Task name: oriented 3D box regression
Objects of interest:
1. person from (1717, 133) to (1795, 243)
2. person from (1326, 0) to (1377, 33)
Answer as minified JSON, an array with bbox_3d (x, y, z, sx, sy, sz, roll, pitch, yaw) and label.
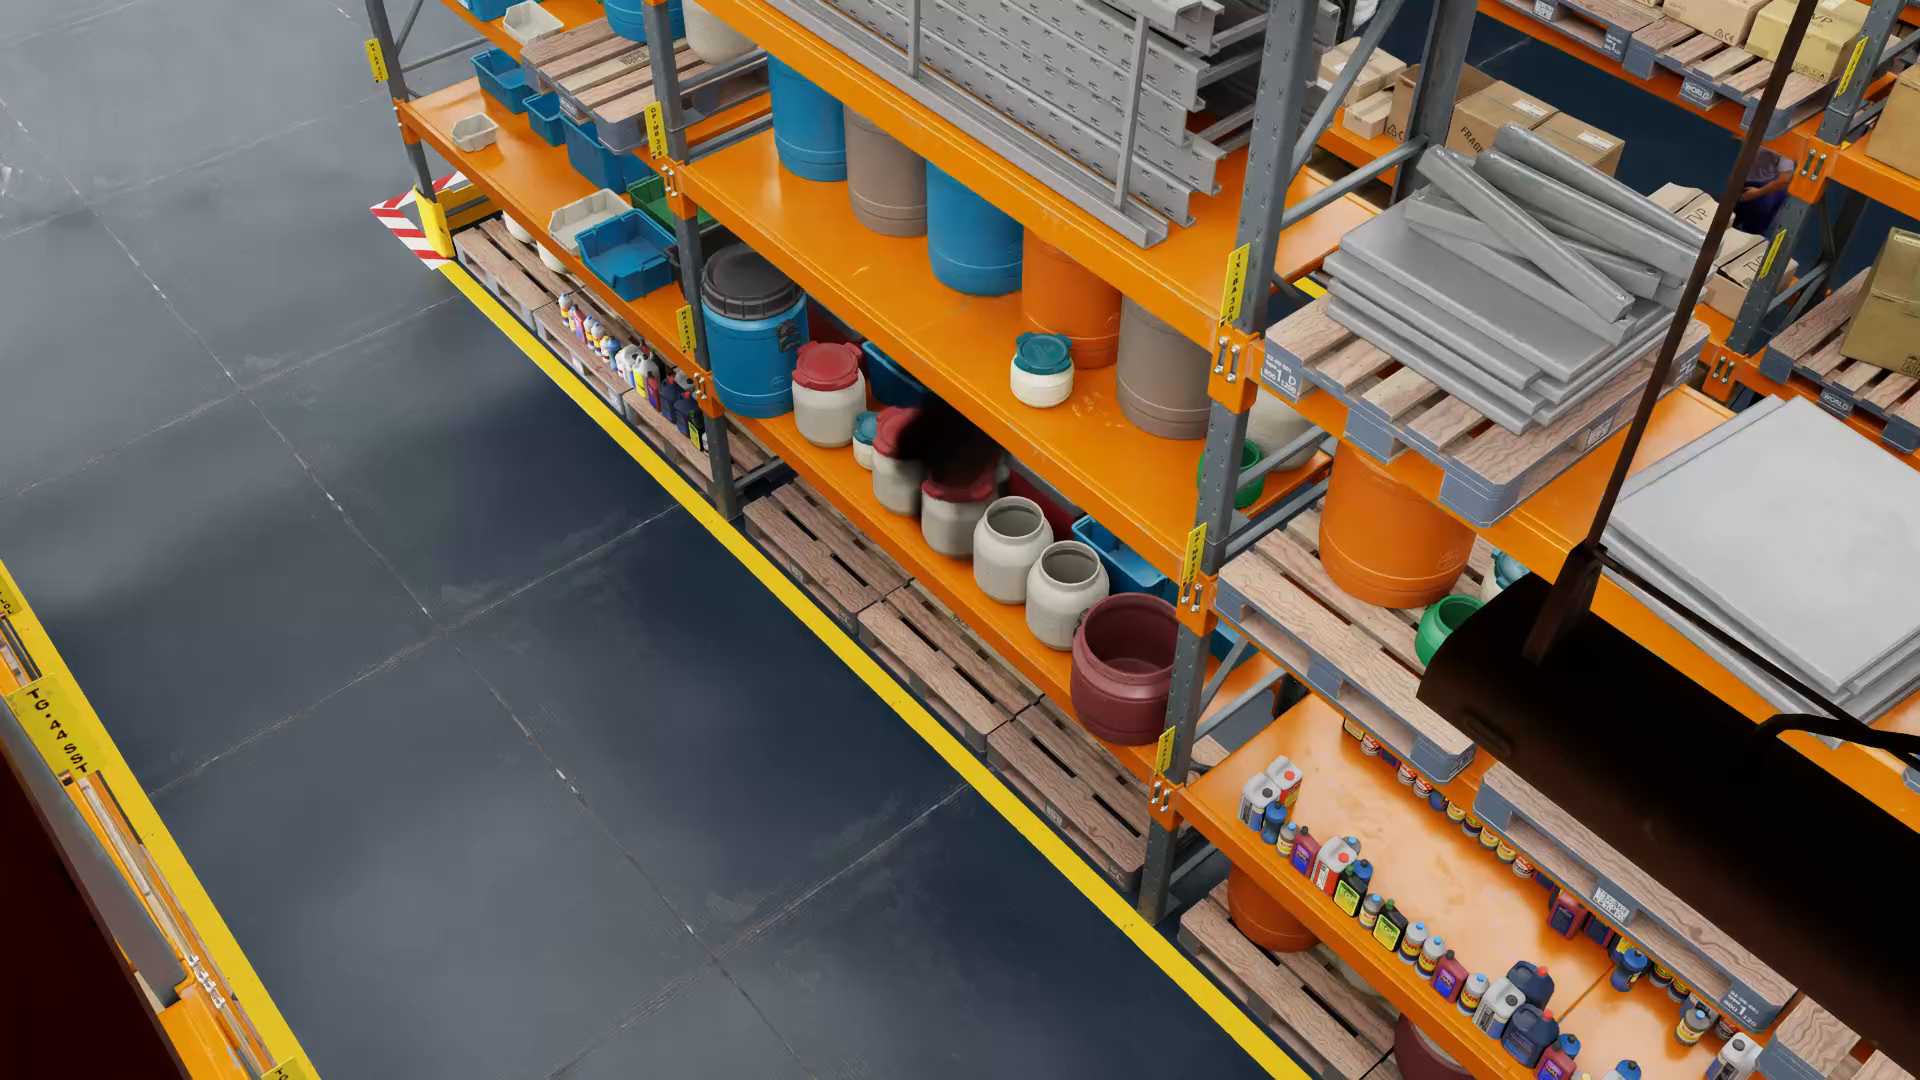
[{"bbox_3d":[5.851,-2.494,12.212,0.588,1.699,0.735,-32,54,-27],"label":"person"},{"bbox_3d":[3.341,-4.456,14.018,0.667,1.734,0.685,32,54,27],"label":"person"}]
